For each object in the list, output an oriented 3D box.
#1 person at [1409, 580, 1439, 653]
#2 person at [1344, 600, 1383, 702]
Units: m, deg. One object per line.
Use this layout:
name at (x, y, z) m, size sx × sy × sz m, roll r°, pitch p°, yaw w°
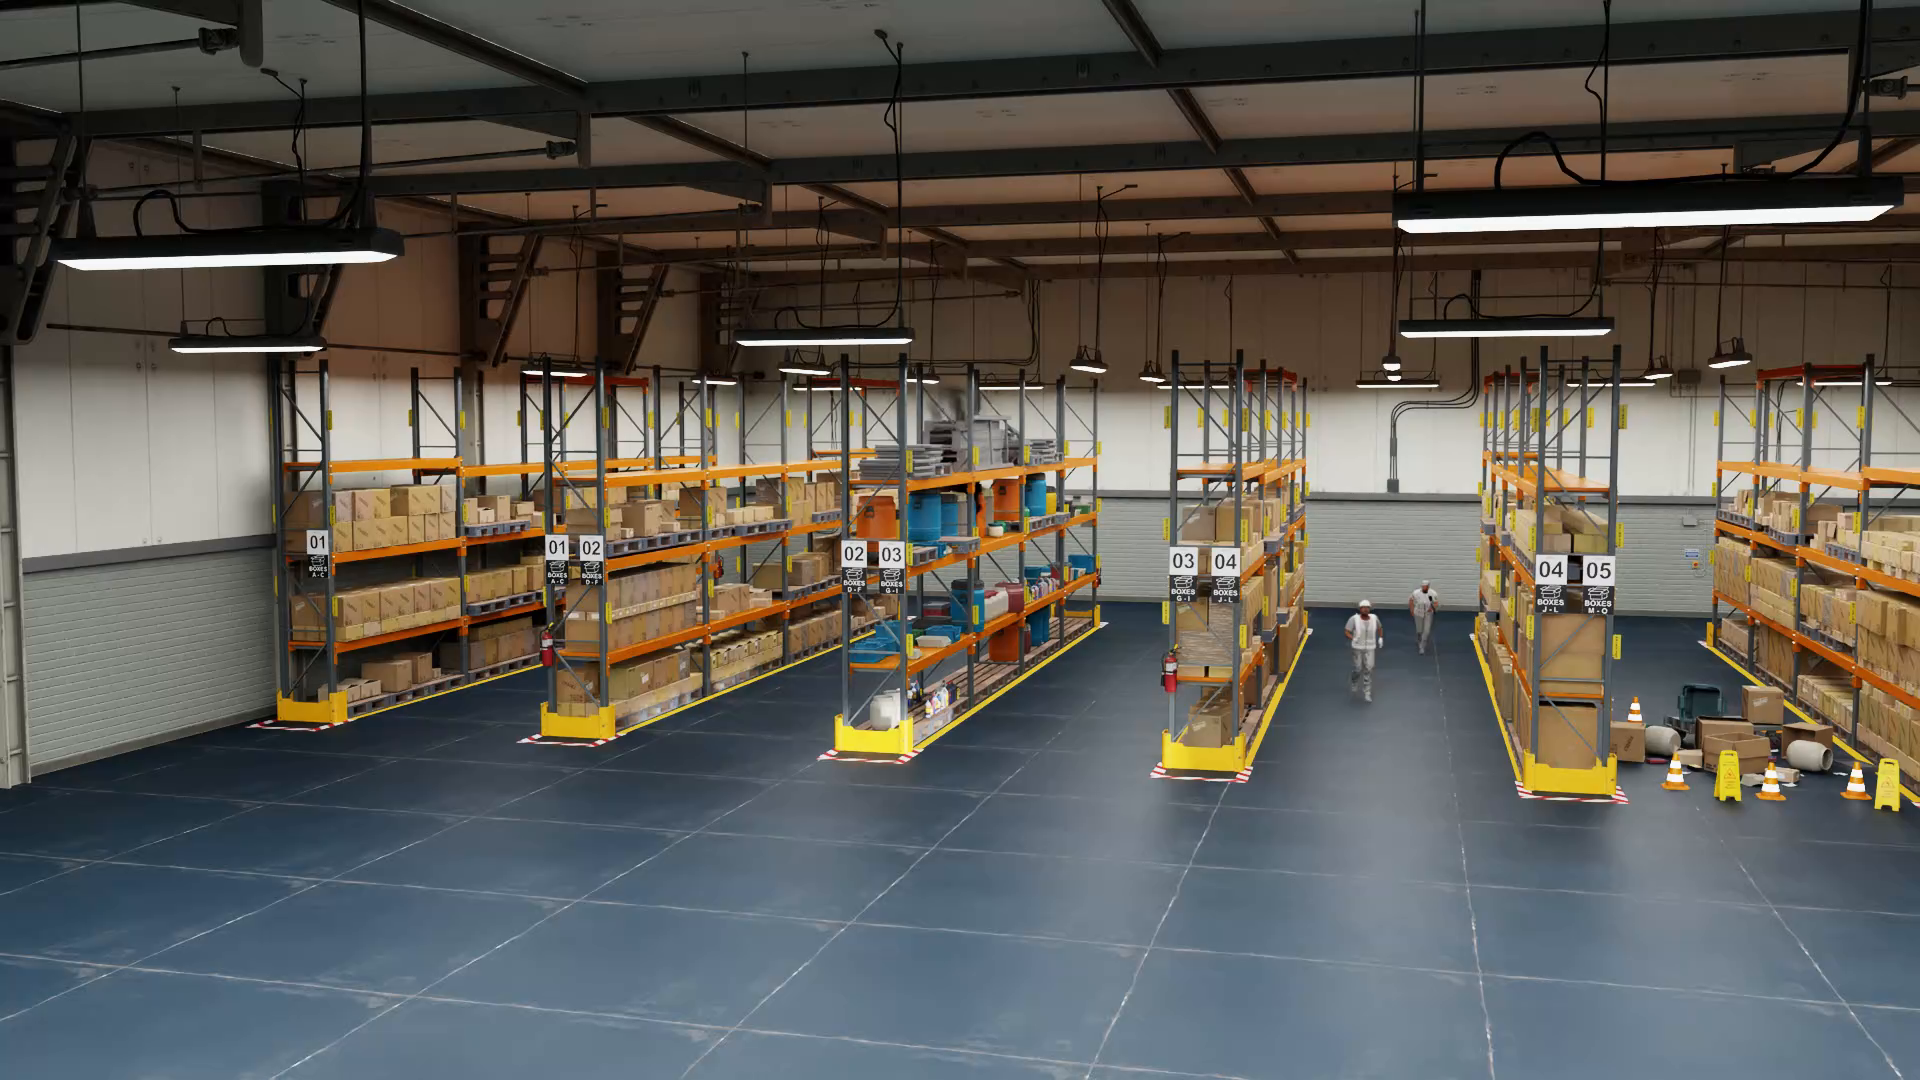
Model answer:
person at (10.015, 1.649, 35.905) m, size 0.597 × 1.603 × 0.723 m, roll 1°, pitch 4°, yaw 9°
person at (7.259, 1.964, 29.896) m, size 0.708 × 1.789 × 0.852 m, roll 0°, pitch 4°, yaw 2°
